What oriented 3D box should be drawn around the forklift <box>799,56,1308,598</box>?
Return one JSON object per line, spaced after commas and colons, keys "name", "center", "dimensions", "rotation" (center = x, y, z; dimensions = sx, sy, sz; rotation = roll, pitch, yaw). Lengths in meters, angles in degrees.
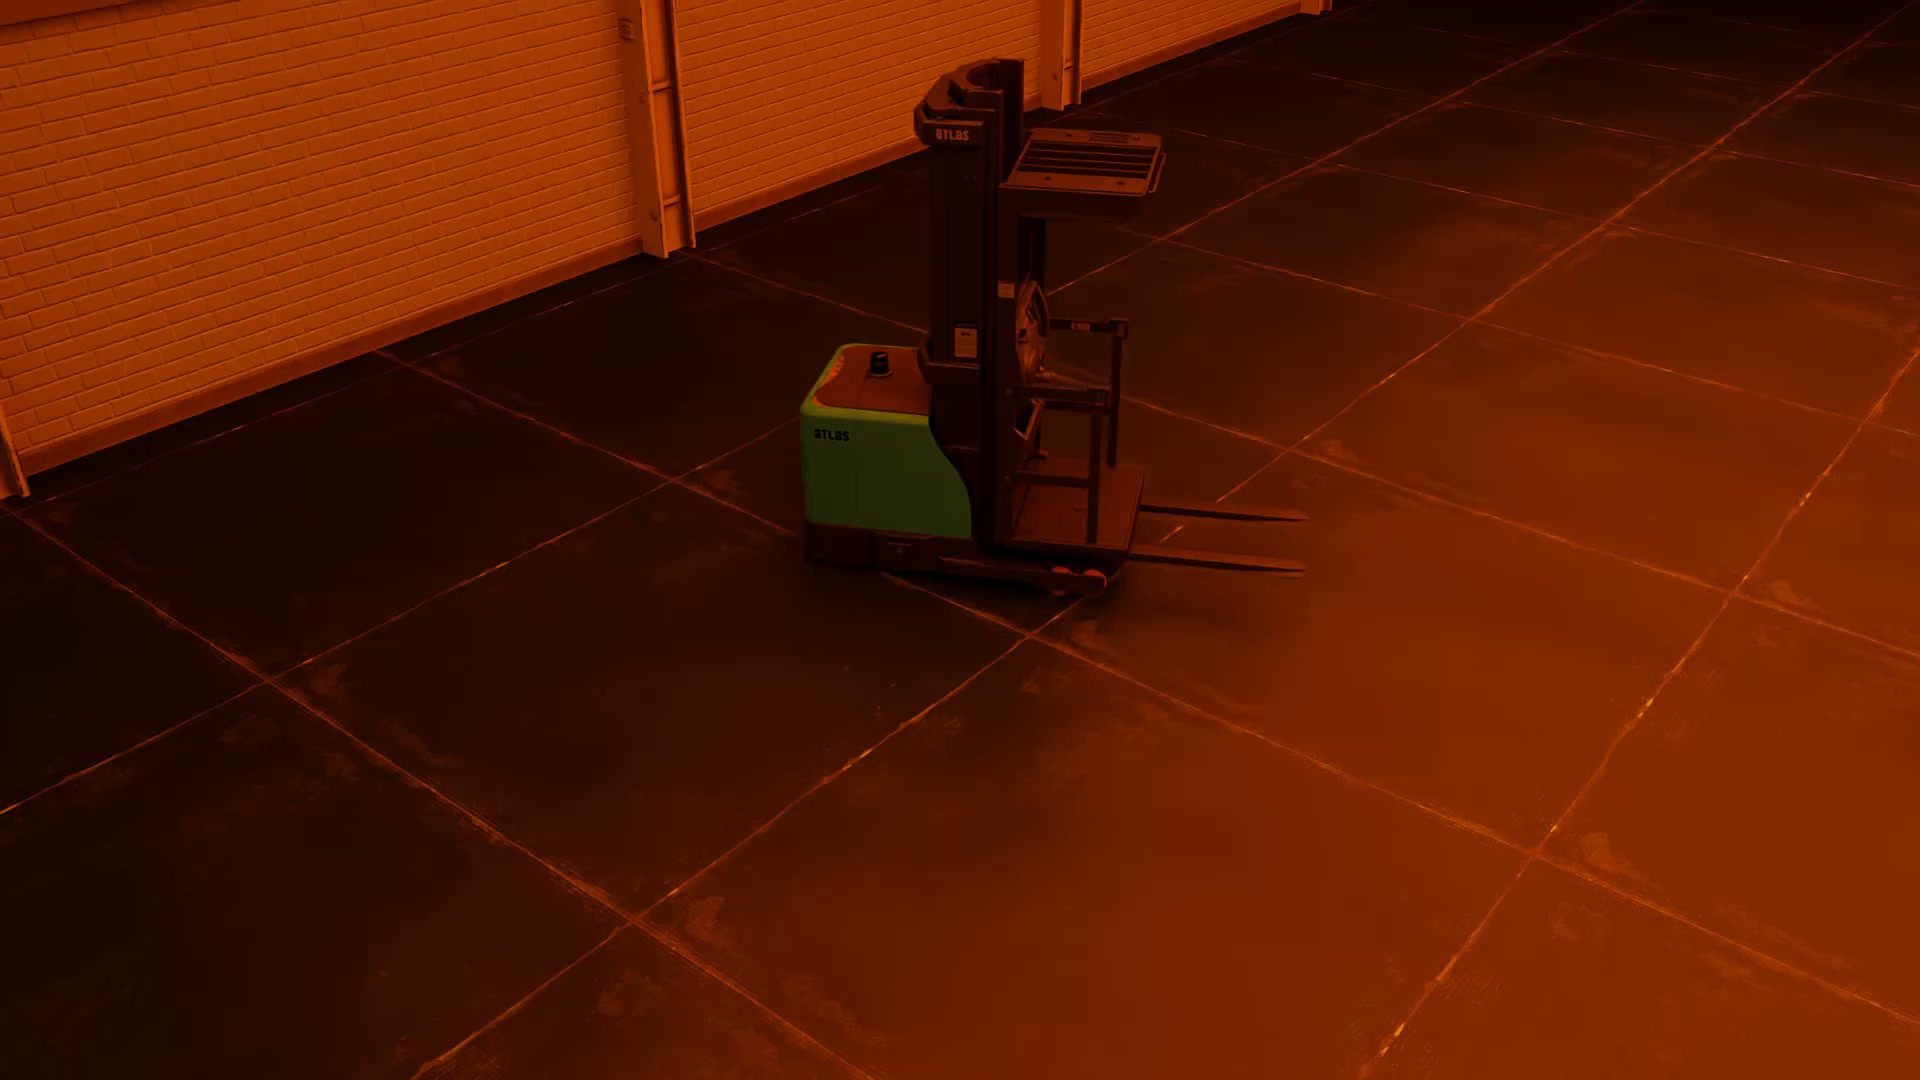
{"name": "forklift", "center": [0.609, -1.213, 9.670], "dimensions": [3.031, 2.935, 1.130], "rotation": [6, 31, 10]}
